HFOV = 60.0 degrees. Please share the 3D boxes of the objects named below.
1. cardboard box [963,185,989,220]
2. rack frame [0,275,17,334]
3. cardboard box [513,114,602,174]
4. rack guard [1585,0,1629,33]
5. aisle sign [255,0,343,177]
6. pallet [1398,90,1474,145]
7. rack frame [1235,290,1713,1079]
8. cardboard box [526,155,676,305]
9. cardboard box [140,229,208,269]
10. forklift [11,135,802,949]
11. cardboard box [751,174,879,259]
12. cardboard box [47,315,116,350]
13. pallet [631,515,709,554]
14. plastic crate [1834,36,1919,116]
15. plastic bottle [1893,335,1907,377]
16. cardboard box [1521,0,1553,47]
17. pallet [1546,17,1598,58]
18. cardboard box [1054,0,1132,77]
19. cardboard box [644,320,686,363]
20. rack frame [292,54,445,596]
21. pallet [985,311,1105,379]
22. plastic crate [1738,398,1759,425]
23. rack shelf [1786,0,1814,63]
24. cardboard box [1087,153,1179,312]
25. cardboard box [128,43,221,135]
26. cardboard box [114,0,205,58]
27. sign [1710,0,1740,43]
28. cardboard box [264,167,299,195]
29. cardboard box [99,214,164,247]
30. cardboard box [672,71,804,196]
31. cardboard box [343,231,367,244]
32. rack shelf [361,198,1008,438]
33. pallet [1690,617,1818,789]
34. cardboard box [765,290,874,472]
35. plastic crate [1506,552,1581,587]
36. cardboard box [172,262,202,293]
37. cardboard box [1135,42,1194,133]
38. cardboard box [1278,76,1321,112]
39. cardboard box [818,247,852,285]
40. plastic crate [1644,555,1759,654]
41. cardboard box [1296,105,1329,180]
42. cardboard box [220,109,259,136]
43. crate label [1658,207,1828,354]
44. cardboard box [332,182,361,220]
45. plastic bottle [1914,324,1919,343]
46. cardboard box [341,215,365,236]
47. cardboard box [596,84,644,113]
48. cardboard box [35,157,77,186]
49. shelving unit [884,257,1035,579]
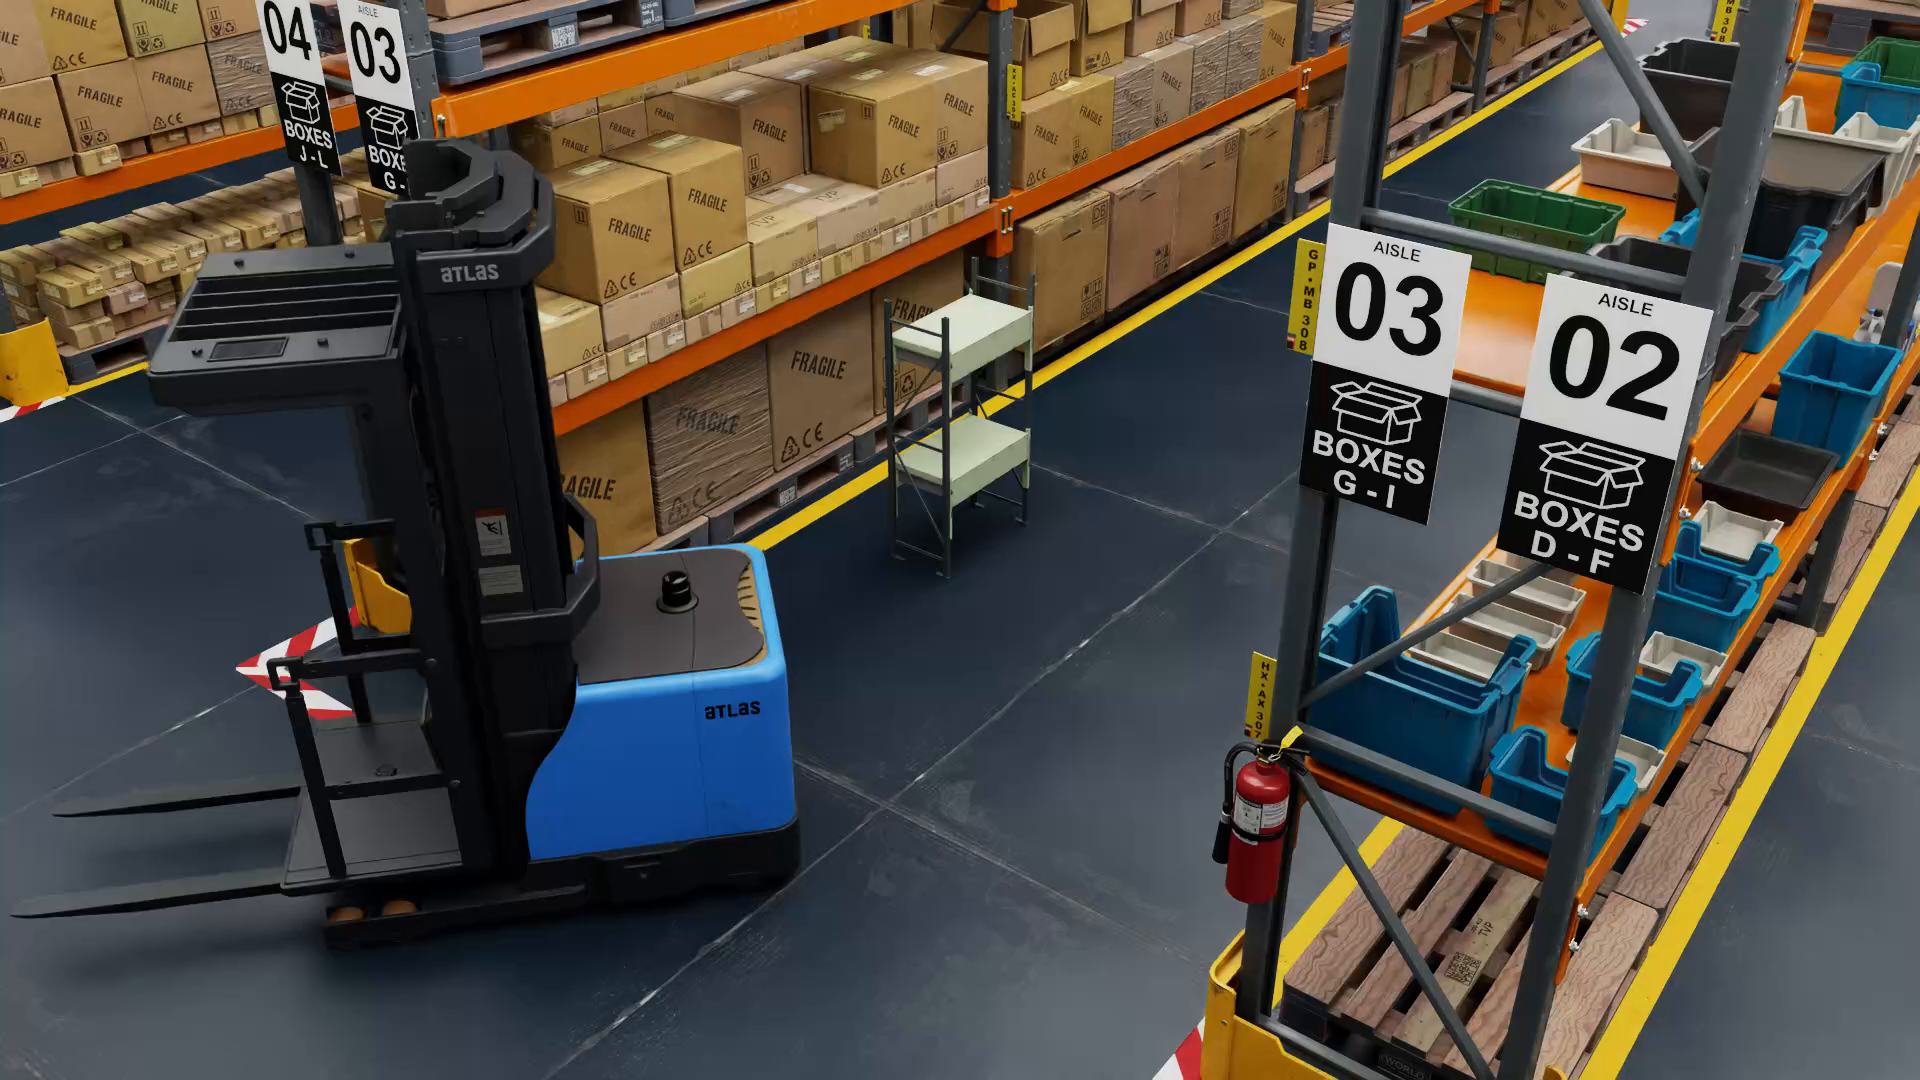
[{"bbox_3d":[-0.046,-2.077,10.059,0.380,0.149,0.250,21,37,32],"label":"cardboard box"},{"bbox_3d":[-6.431,-2.351,10.276,1.000,3.000,0.127,21,37,31],"label":"rack frame"},{"bbox_3d":[-3.359,-3.301,13.918,0.500,0.500,0.500,23,37,33],"label":"cardboard box"},{"bbox_3d":[7.075,-6.181,19.190,1.175,0.500,0.348,21,37,31],"label":"rack guard"},{"bbox_3d":[-2.820,-1.965,7.074,0.394,0.787,0.004,21,37,31],"label":"aisle sign"},{"bbox_3d":[4.238,-4.145,16.037,1.003,0.211,1.213,21,37,31],"label":"pallet"},{"bbox_3d":[1.412,0.740,5.059,1.000,3.000,0.127,21,37,31],"label":"rack frame"},{"bbox_3d":[-1.730,-1.485,7.934,0.500,0.500,0.500,20,36,30],"label":"cardboard box"},{"bbox_3d":[-5.435,-2.008,11.498,0.380,0.149,0.250,19,36,29],"label":"cardboard box"},{"bbox_3d":[-2.226,0.054,6.285,3.031,2.935,1.130,-6,31,-10],"label":"forklift"},{"bbox_3d":[-0.798,-1.794,9.191,0.500,0.250,0.500,22,37,32],"label":"cardboard box"},{"bbox_3d":[-5.859,-1.420,11.089,0.380,0.149,0.250,22,37,32],"label":"cardboard box"},{"bbox_3d":[-2.117,0.067,8.931,1.003,0.211,1.213,21,37,31],"label":"pallet"},{"bbox_3d":[3.811,-1.820,6.644,0.450,0.188,0.662,21,37,31],"label":"plastic crate"},{"bbox_3d":[4.468,-0.907,7.953,0.061,0.283,0.133,21,37,31],"label":"plastic bottle"},{"bbox_3d":[6.004,-5.642,17.868,0.500,0.500,0.500,25,39,36],"label":"cardboard box"},{"bbox_3d":[6.557,-5.738,18.724,1.003,0.211,1.213,21,37,31],"label":"pallet"},{"bbox_3d":[0.680,-3.422,11.000,0.797,0.503,0.637,22,37,32],"label":"cardboard box"},{"bbox_3d":[-1.595,-1.034,8.299,0.380,0.149,0.250,20,36,31],"label":"cardboard box"},{"bbox_3d":[-2.537,-0.784,7.631,1.000,3.000,0.127,21,37,31],"label":"rack frame"},{"bbox_3d":[0.283,-1.547,11.653,1.003,0.211,1.213,21,37,31],"label":"pallet"},{"bbox_3d":[3.431,-0.653,7.609,0.396,0.136,0.243,21,37,31],"label":"plastic crate"},{"bbox_3d":[2.619,-2.172,5.186,1.077,0.370,4.000,21,37,31],"label":"rack shelf"},{"bbox_3d":[0.786,-2.306,11.871,1.225,0.875,0.875,20,36,30],"label":"cardboard box"},{"bbox_3d":[-5.331,-3.041,11.049,0.500,0.500,0.500,22,37,32],"label":"cardboard box"},{"bbox_3d":[-5.317,-3.465,10.784,0.500,0.500,0.500,20,36,30],"label":"cardboard box"},{"bbox_3d":[3.389,-2.350,7.322,0.100,0.325,0.005,21,37,31],"label":"sign"},{"bbox_3d":[-5.074,-2.708,12.678,0.380,0.149,0.250,22,37,32],"label":"cardboard box"},{"bbox_3d":[-5.854,-2.169,11.769,0.380,0.149,0.250,20,36,29],"label":"cardboard box"},{"bbox_3d":[-1.229,-2.269,9.257,0.500,0.500,0.500,20,36,30],"label":"cardboard box"},{"bbox_3d":[-4.606,-2.247,12.483,0.380,0.149,0.250,21,37,31],"label":"cardboard box"},{"bbox_3d":[-1.330,-1.287,9.186,1.077,0.370,4.000,21,37,31],"label":"rack shelf"},{"bbox_3d":[3.413,0.625,7.989,1.003,0.211,1.213,21,37,31],"label":"pallet"},{"bbox_3d":[-1.128,-1.067,9.780,0.875,0.875,0.875,21,37,31],"label":"cardboard box"},{"bbox_3d":[2.258,0.081,6.372,0.298,0.136,0.250,21,37,31],"label":"plastic crate"},{"bbox_3d":[-5.381,-1.859,11.538,0.380,0.149,0.250,22,37,33],"label":"cardboard box"},{"bbox_3d":[1.267,-3.182,11.580,0.500,0.500,0.500,22,37,32],"label":"cardboard box"},{"bbox_3d":[2.672,-3.754,13.927,0.500,0.250,0.500,23,38,33],"label":"cardboard box"},{"bbox_3d":[-0.821,-1.555,9.177,0.380,0.149,0.250,20,36,31],"label":"cardboard box"},{"bbox_3d":[2.618,0.252,5.987,0.416,0.233,0.300,21,37,31],"label":"plastic crate"},{"bbox_3d":[2.680,-3.428,14.113,0.700,0.500,0.500,19,36,29],"label":"cardboard box"},{"bbox_3d":[-5.073,-2.924,11.488,0.380,0.149,0.250,23,37,33],"label":"cardboard box"},{"bbox_3d":[2.226,-0.762,4.797,0.408,0.251,0.502,21,37,31],"label":"crate label"},{"bbox_3d":[-4.599,-2.523,12.367,0.380,0.149,0.250,19,36,29],"label":"cardboard box"},{"bbox_3d":[4.781,-1.098,8.355,0.097,0.201,0.097,0,31,0],"label":"plastic bottle"},{"bbox_3d":[-4.622,-2.424,12.491,0.380,0.149,0.250,22,37,32],"label":"cardboard box"},{"bbox_3d":[-3.040,-3.842,14.094,0.500,0.250,0.500,22,37,33],"label":"cardboard box"},{"bbox_3d":[-5.853,-2.390,10.588,0.380,0.149,0.250,23,37,33],"label":"cardboard box"},{"bbox_3d":[0.004,-0.648,8.872,0.431,1.500,0.755,21,37,31],"label":"shelving unit"}]
